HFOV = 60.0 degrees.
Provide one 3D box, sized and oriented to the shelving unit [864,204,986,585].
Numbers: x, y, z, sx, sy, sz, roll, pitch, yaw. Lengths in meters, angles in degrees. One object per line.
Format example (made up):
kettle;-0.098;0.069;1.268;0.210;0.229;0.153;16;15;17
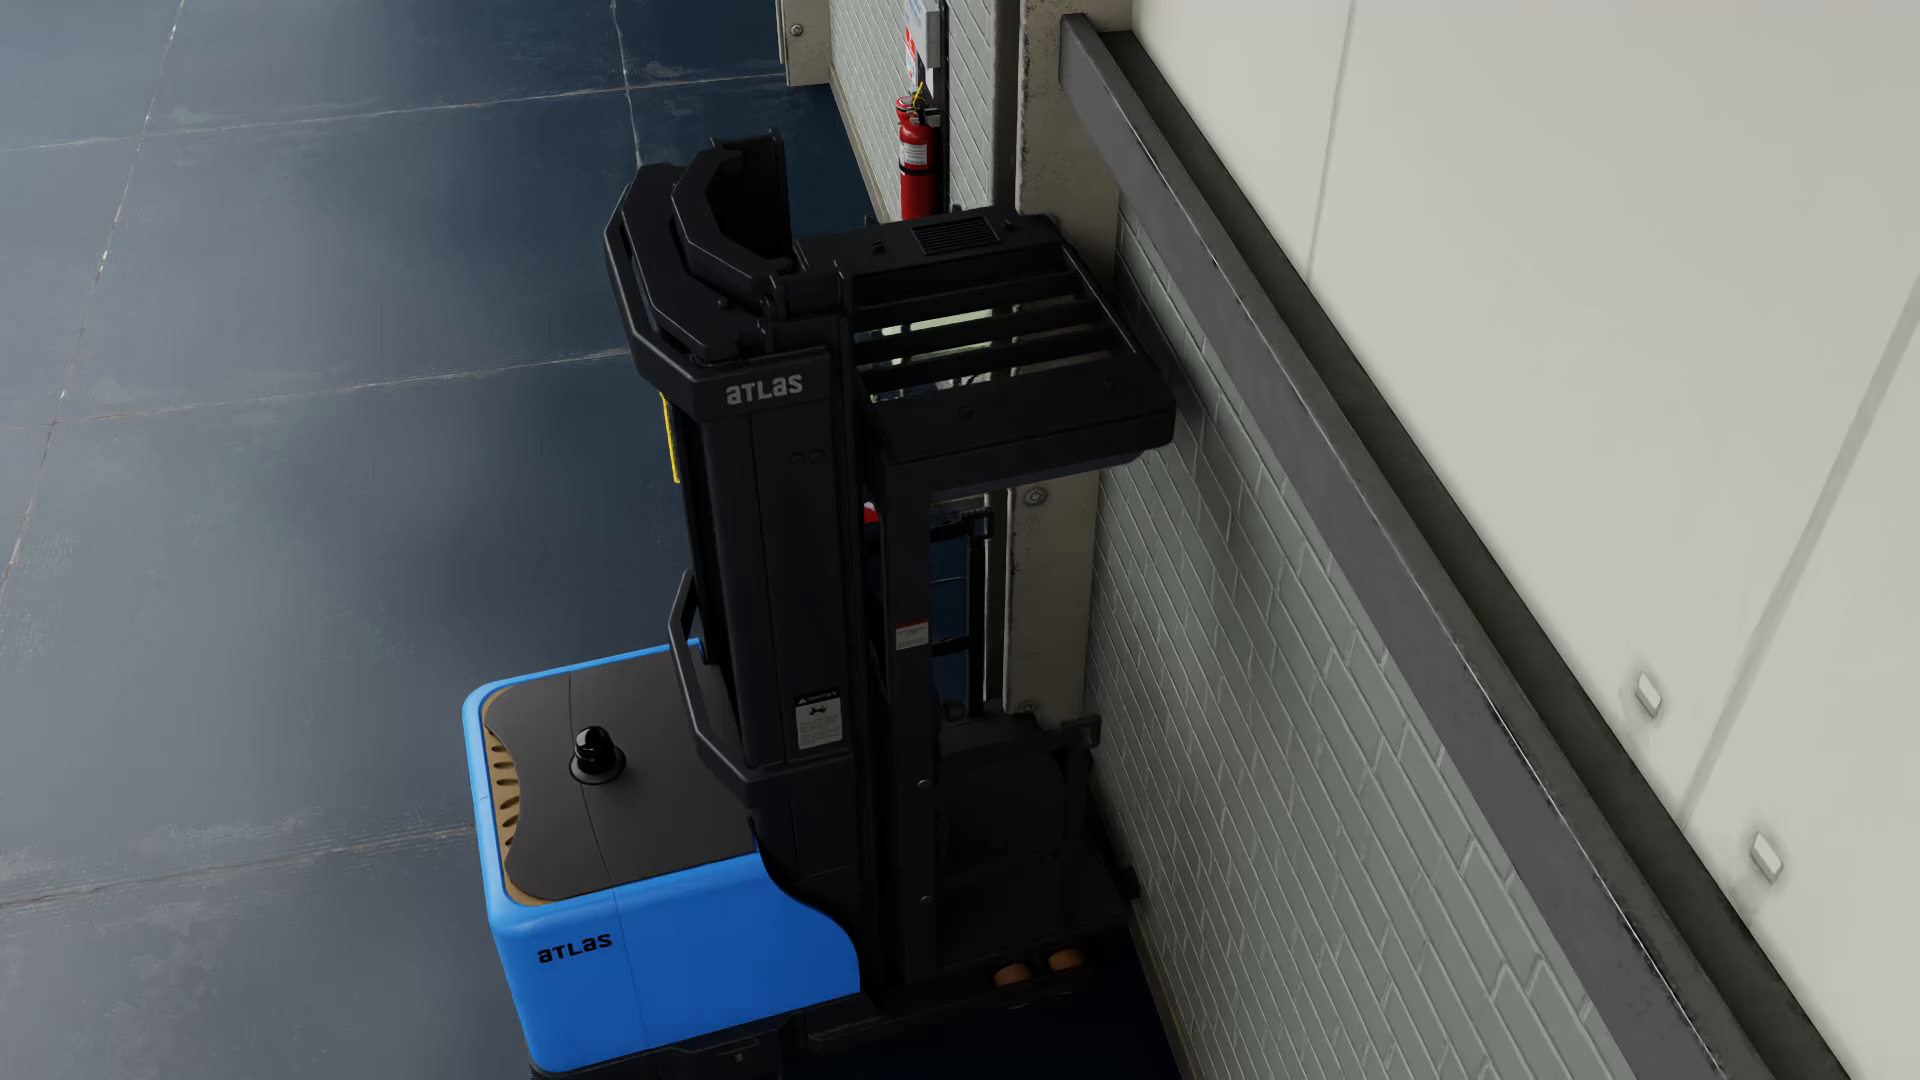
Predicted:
shelving unit;-0.110;-0.547;7.018;0.431;1.500;0.755;-9;42;-10

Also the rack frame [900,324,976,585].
rack frame;-0.028;-0.310;6.752;0.400;1.500;0.023;-9;42;-10

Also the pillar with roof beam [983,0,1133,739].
pillar with roof beam;-3.924;-1.972;2.975;9.100;9.000;0.400;-8;42;-9

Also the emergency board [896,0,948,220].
emergency board;-0.216;-1.953;7.472;0.194;1.169;0.643;-8;42;-9

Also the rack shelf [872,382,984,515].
rack shelf;-0.110;-0.304;7.235;0.431;0.370;0.720;-9;42;-10

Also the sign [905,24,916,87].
sign;-0.235;-2.340;7.881;0.001;0.329;0.234;-8;42;-9

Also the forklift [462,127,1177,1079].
forklift;-0.046;0.191;5.109;3.031;2.935;1.130;-12;43;-13

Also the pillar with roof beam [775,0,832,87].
pillar with roof beam;-5.219;-5.862;7.357;9.100;9.000;0.400;-8;42;-9

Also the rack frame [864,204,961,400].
rack frame;-0.192;-0.784;7.285;0.400;1.500;0.023;-9;42;-10

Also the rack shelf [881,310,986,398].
rack shelf;-0.110;-0.839;6.759;0.431;0.370;0.720;-9;42;-10
